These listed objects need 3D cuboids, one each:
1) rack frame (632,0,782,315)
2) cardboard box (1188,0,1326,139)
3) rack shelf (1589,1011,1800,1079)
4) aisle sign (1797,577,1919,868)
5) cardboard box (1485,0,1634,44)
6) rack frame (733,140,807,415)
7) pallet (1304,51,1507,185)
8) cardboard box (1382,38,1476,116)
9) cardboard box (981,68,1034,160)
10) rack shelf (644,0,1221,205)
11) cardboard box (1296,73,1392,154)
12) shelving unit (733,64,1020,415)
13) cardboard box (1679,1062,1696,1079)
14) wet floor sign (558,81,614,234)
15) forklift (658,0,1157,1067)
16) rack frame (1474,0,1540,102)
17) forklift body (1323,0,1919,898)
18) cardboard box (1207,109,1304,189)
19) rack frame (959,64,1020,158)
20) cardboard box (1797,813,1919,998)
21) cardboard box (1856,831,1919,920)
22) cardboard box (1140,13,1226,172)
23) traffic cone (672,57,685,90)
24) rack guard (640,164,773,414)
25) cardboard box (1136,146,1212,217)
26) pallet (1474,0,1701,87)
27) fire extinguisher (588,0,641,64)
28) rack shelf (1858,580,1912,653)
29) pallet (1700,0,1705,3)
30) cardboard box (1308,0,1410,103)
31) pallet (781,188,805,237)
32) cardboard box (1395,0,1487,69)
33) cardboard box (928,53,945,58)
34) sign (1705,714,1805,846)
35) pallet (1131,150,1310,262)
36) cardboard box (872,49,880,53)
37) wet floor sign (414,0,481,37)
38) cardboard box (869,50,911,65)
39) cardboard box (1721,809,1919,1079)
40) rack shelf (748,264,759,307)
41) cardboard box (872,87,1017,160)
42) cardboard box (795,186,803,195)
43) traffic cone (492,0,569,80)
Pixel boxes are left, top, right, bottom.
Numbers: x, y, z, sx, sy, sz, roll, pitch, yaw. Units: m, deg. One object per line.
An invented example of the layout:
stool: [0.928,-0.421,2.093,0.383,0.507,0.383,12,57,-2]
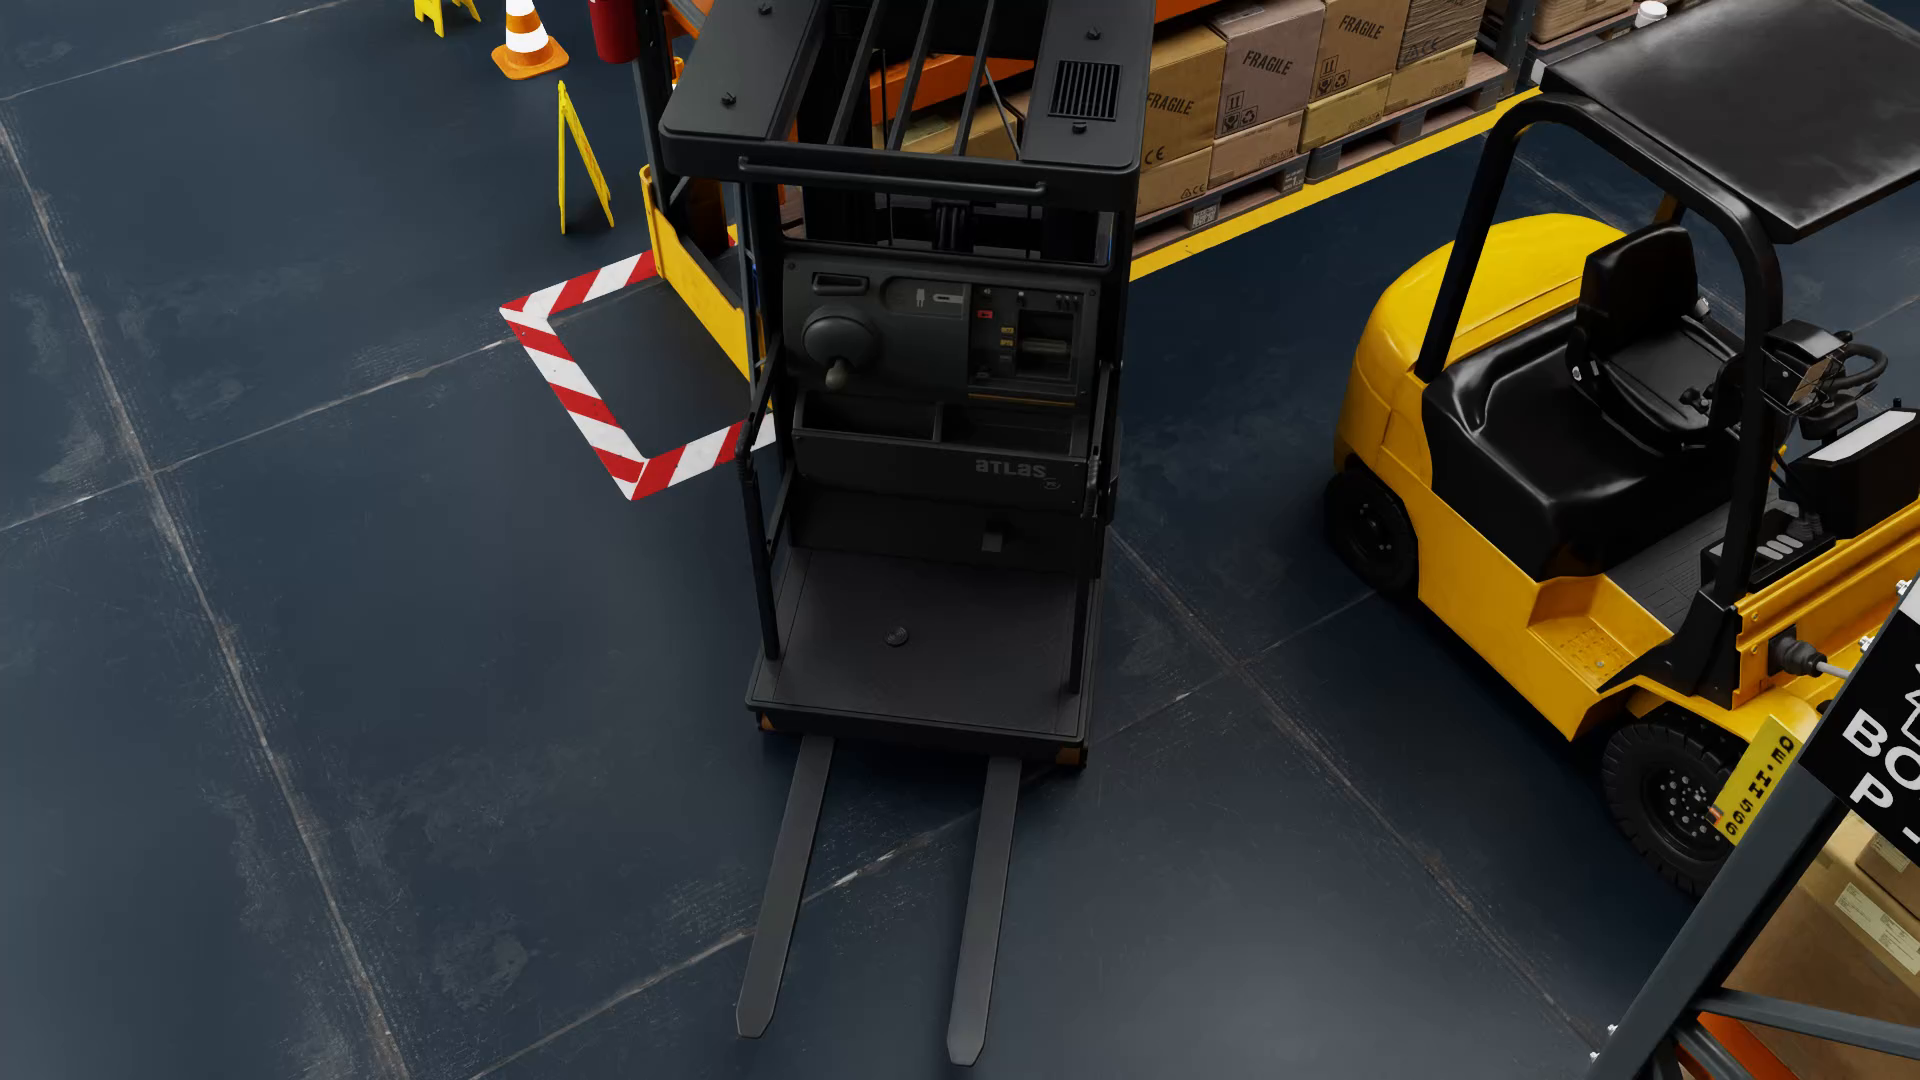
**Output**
rack frame: [-0.971,-1.887,5.922,0.127,3.000,1.000,-25,53,-21]
cardboard box: [1.195,-2.142,7.207,0.500,0.500,0.500,-23,52,-19]
rack shelf: [3.372,0.689,4.109,4.000,0.370,1.077,-25,53,-21]
aisle sign: [1.468,0.223,2.302,0.004,0.787,0.394,-25,53,-21]
cardboard box: [2.854,-2.957,8.353,0.625,0.372,0.950,-25,53,-20]
rack frame: [-0.648,-0.925,5.972,0.032,1.500,0.500,-29,55,-25]
pallet: [1.863,-2.263,8.124,1.213,0.211,1.003,-25,53,-21]
cardboard box: [2.055,-2.300,7.850,0.500,0.250,0.500,-23,52,-19]
cardboard box: [0.319,-1.729,6.839,0.500,0.500,0.500,-27,54,-22]
rack shelf: [0.721,-2.444,6.900,4.000,0.370,1.077,-25,53,-21]
cardboard box: [1.610,-2.082,7.656,0.500,0.250,0.500,-27,53,-22]
shelving unit: [-0.246,-1.146,6.190,1.048,1.500,0.538,-29,55,-25]
cardboard box: [1.904,1.309,3.966,0.500,0.250,0.500,-24,52,-20]
wet floor sign: [-1.703,-1.704,7.335,0.232,0.644,0.267,-9,49,-8]
forklift: [-0.087,-0.510,4.741,1.130,2.935,3.031,6,49,5]
rack frame: [2.412,-3.481,7.341,0.127,3.000,1.000,-25,53,-21]
forklift body: [2.311,-0.379,5.147,1.214,2.155,2.313,-25,53,-21]
cardboard box: [1.178,-1.882,7.478,0.500,0.250,0.500,-24,53,-20]
rack frame: [0.156,-1.367,6.409,0.032,1.500,0.500,-29,55,-25]
cardboard box: [1.824,0.683,3.132,0.250,0.149,0.380,-24,53,-20]
cardboard box: [1.871,0.623,2.986,0.250,0.149,0.380,-25,53,-21]
cardboard box: [0.747,-1.924,7.012,0.500,0.500,0.500,-24,53,-20]
traffic cone: [-1.296,-2.029,7.747,0.334,0.463,0.336,-25,53,-21]
rack guard: [-0.907,-1.086,6.882,0.348,0.500,1.175,-25,53,-21]
cardboard box: [0.749,-1.683,7.300,0.500,0.250,0.500,-22,52,-18]
pallet: [3.070,-2.864,8.660,1.213,0.211,1.003,-25,53,-21]
fire extinguisher: [-1.314,-2.106,6.169,0.183,0.674,0.296,-25,53,-21]
rack shelf: [3.372,-0.308,2.989,4.000,0.370,1.077,-25,53,-21]
pallet: [4.103,-3.354,9.095,1.213,0.211,1.003,-25,53,-21]
cardboard box: [1.626,-2.346,7.389,0.500,0.500,0.500,-24,53,-20]
pallet: [-0.201,-1.291,7.258,1.213,0.211,1.003,-25,53,-21]
cardboard box: [2.055,-2.550,7.570,0.500,0.500,0.500,-26,53,-21]
cardboard box: [-0.100,-1.972,6.166,0.250,0.149,0.380,-27,54,-22]
sign: [1.403,0.435,2.920,0.005,0.325,0.100,-25,53,-21]
pallet: [0.830,-1.774,7.689,1.213,0.211,1.003,-25,53,-21]
cardboard box: [-0.422,-2.032,5.785,0.500,0.500,0.500,-26,53,-21]
wet floor sign: [-2.666,-2.928,8.425,0.232,0.644,0.267,-34,57,-27]
cardboard box: [-0.367,-1.917,6.117,0.250,0.149,0.380,-24,53,-20]
cardboard box: [1.957,0.852,3.416,0.500,0.500,0.500,-26,53,-22]
rack shelf: [-0.251,-1.024,6.323,1.000,0.185,0.538,-29,55,-25]
cardboard box: [-0.121,-1.518,6.651,0.500,0.500,0.500,-27,54,-22]
cardboard box: [-0.411,-1.614,7.238,0.500,0.250,0.500,-25,53,-21]
traffic cone: [-2.175,-2.595,8.251,0.334,0.463,0.336,-25,53,-21]
